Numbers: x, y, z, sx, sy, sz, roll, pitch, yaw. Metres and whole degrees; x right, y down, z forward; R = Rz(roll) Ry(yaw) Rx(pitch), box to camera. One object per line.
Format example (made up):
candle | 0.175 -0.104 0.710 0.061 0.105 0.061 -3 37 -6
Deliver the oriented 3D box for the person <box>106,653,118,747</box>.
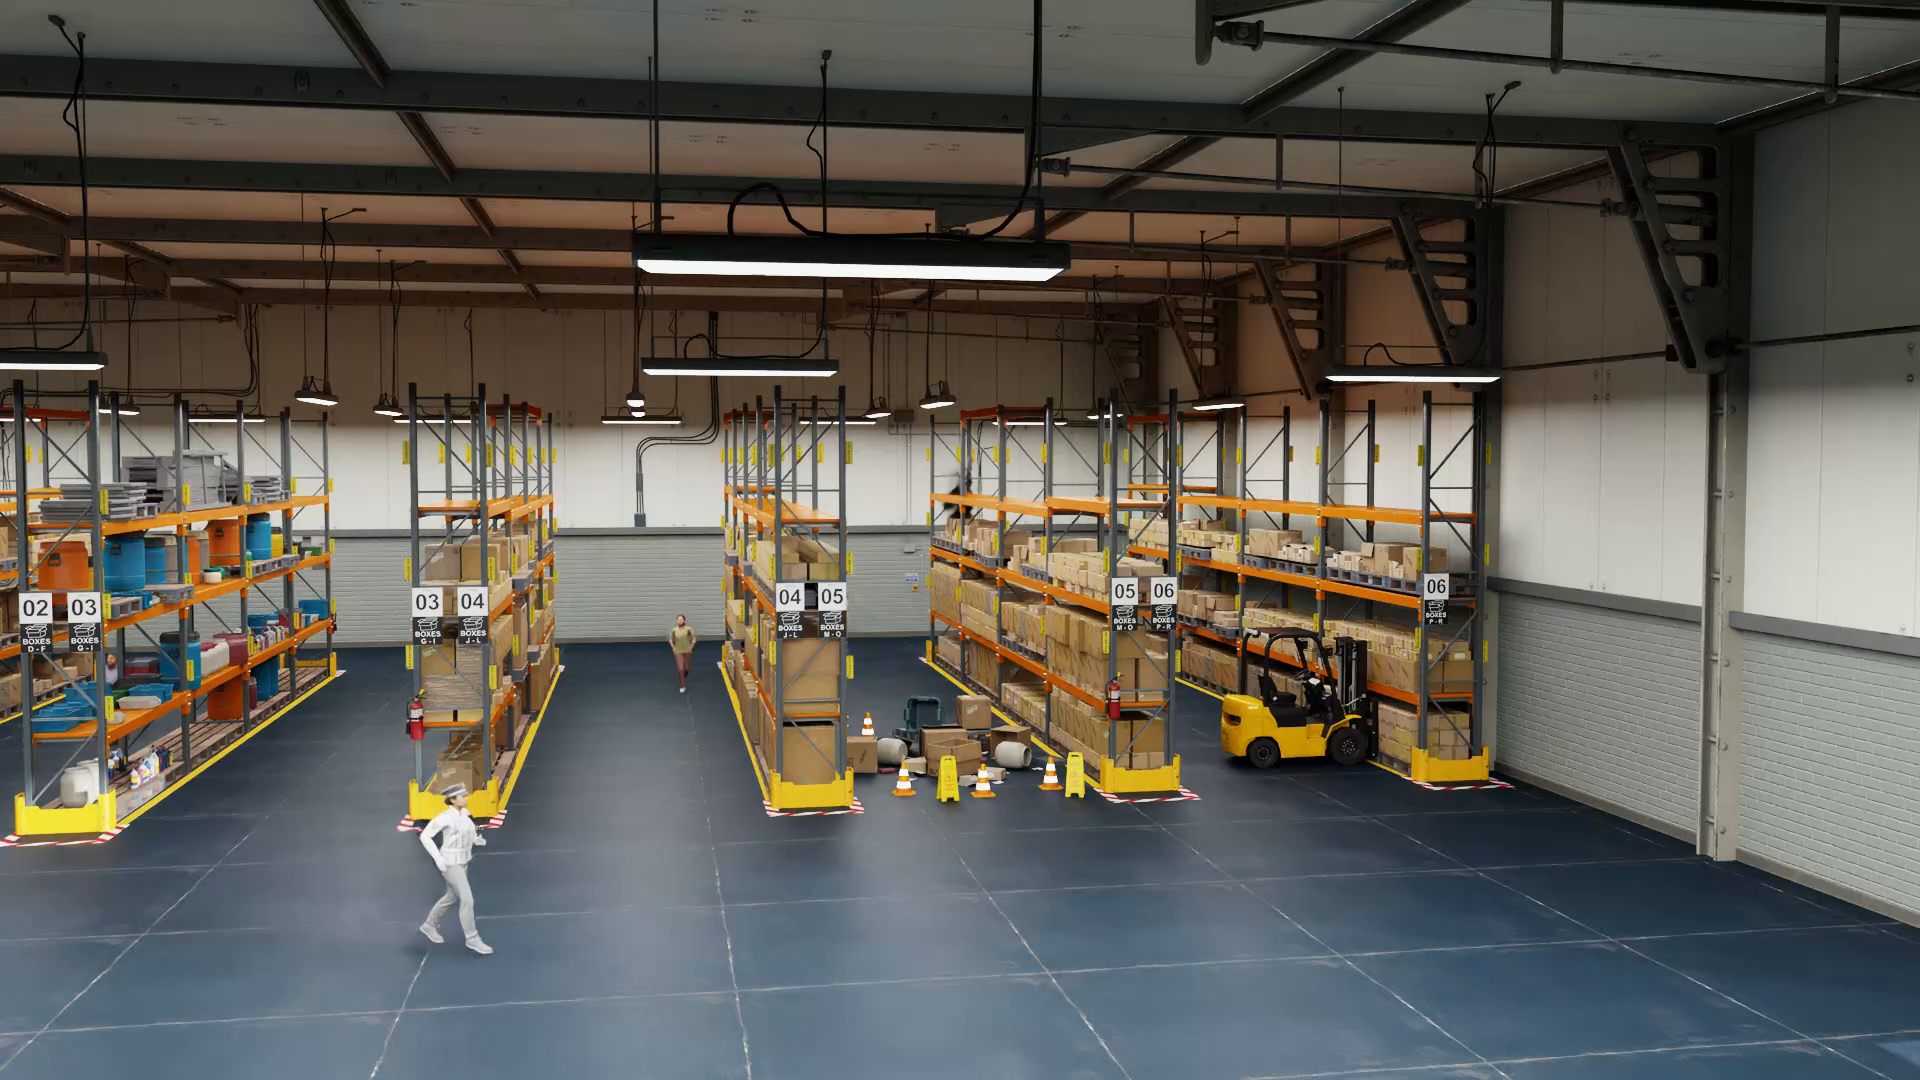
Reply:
person | -14.683 2.757 28.854 0.615 1.602 0.587 -1 3 -13

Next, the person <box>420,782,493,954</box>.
person | -5.086 3.284 16.789 0.834 1.708 0.614 1 3 11

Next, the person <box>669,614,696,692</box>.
person | -5.911 2.400 35.408 0.577 1.642 0.580 0 3 -7
